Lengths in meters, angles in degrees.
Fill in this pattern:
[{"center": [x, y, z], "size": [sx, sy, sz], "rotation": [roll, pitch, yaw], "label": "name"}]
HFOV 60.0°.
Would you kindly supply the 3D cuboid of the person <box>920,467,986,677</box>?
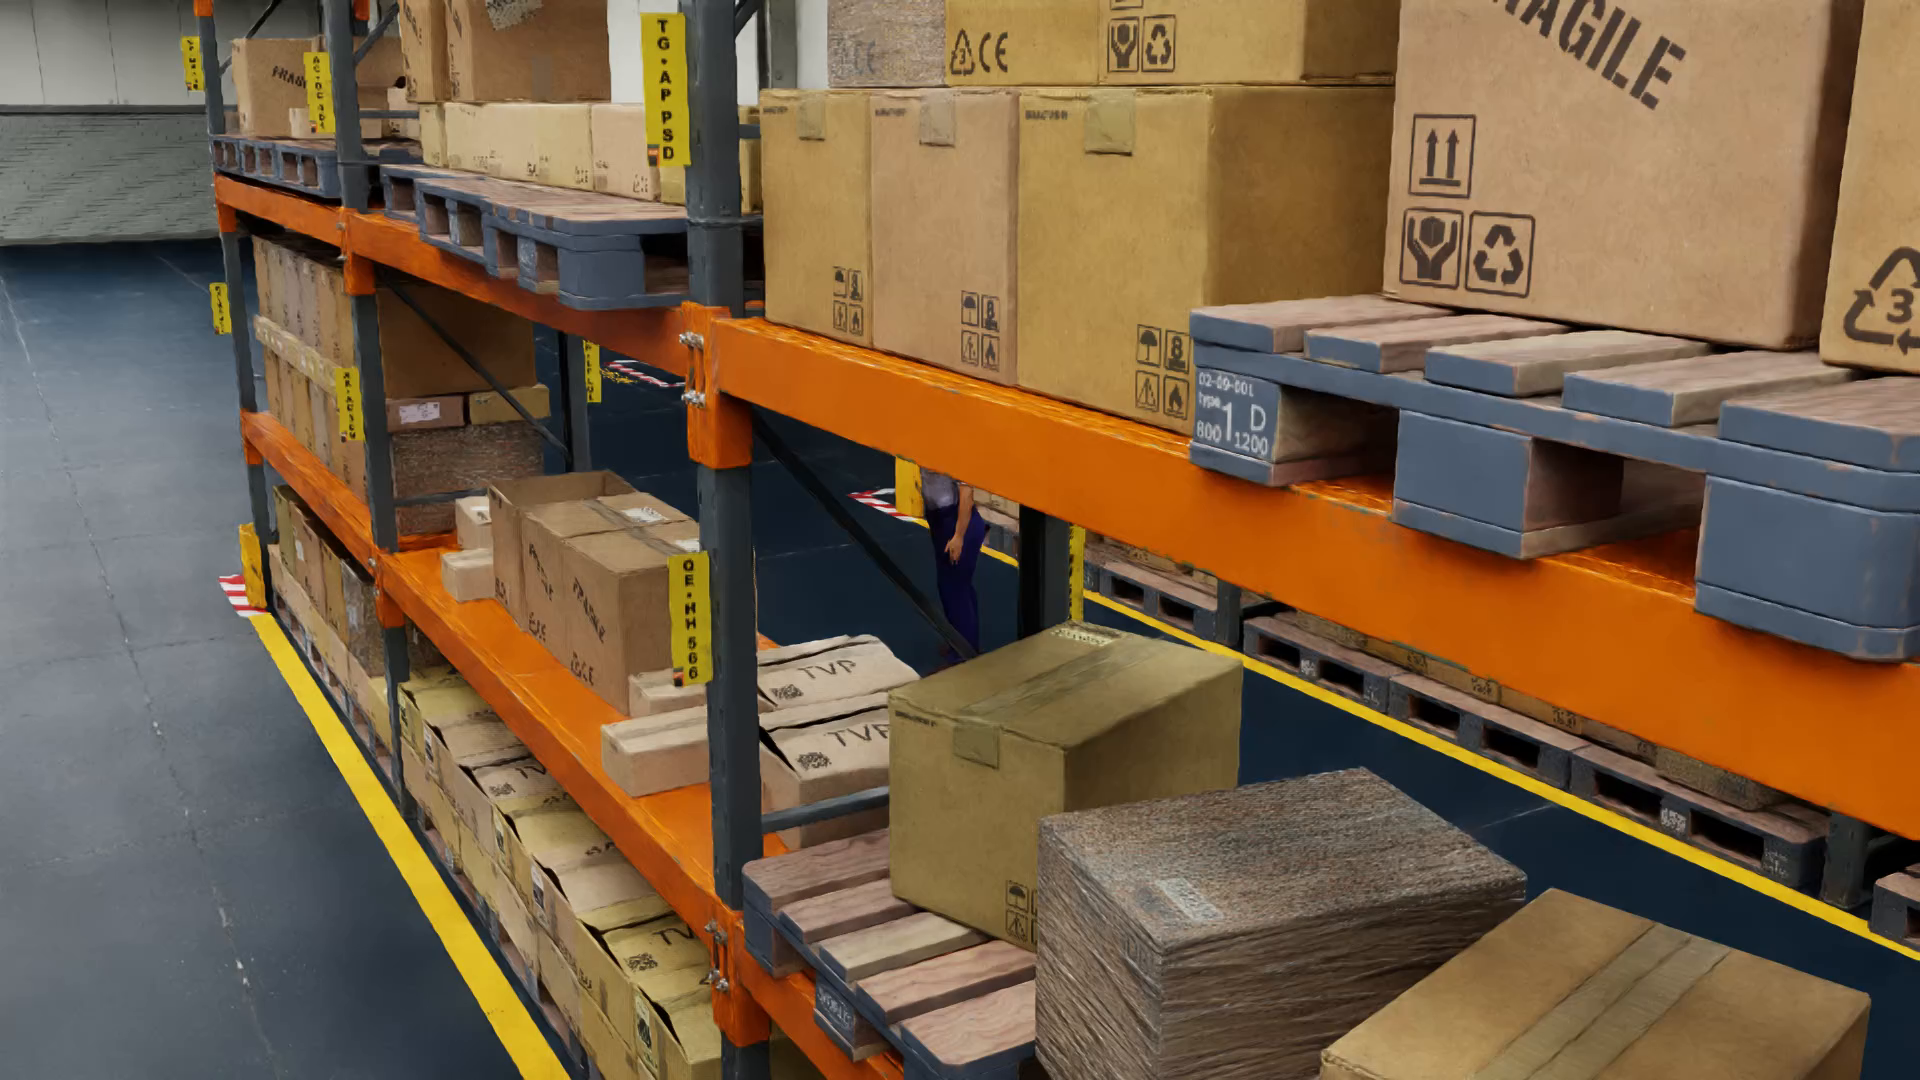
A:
[{"center": [-0.045, -0.045, 9.648], "size": [0.374, 1.641, 0.602], "rotation": [-2, 15, -8], "label": "person"}]
